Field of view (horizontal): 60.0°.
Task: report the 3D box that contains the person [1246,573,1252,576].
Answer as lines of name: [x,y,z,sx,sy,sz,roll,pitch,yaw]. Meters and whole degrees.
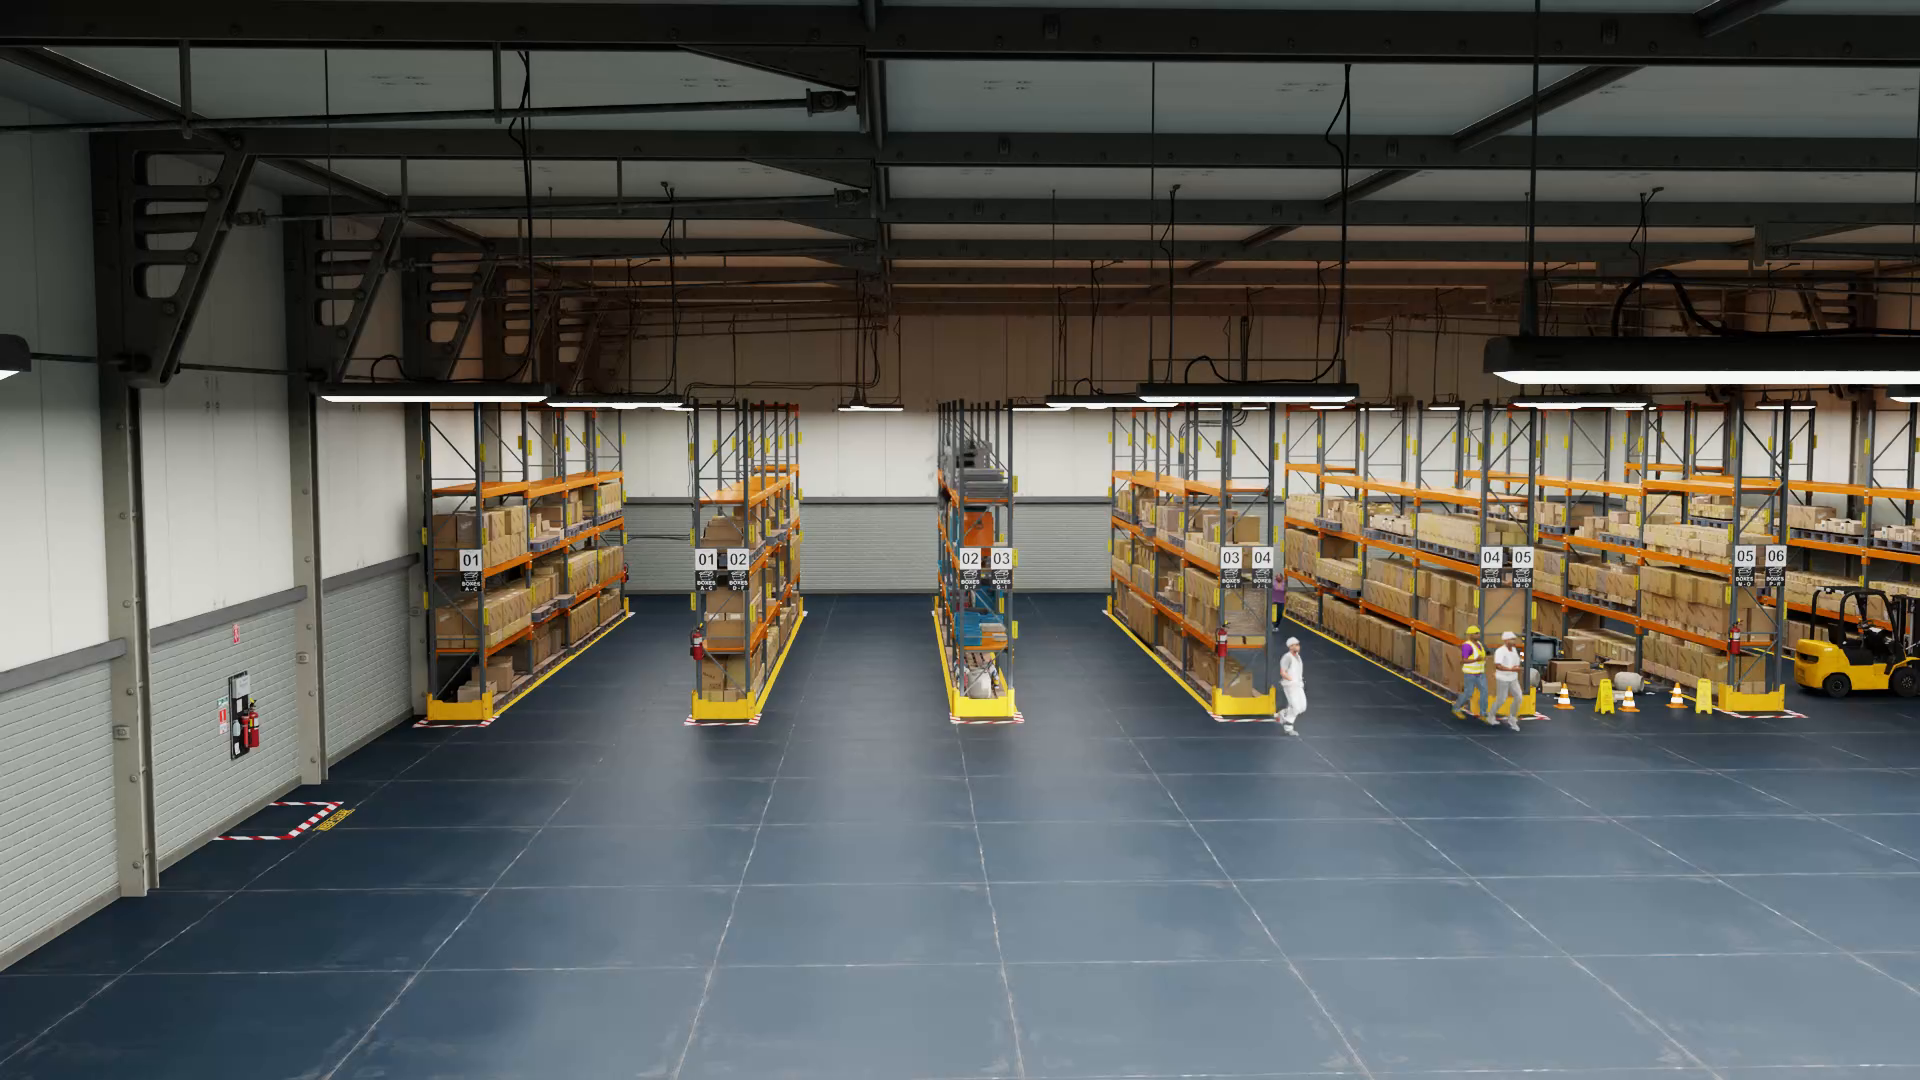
person: [8.006,1.364,46.465,0.606,1.660,0.950,0,4,0]

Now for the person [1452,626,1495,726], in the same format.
person: [9.492,2.488,30.739,0.679,1.809,0.833,-3,5,-35]

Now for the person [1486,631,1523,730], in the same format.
person: [9.944,2.567,30.191,0.718,1.833,0.744,-3,5,-35]

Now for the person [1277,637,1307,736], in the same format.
person: [5.925,2.604,29.696,0.623,1.748,0.697,3,6,38]

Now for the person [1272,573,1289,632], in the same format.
person: [8.341,1.641,43.445,0.519,1.567,0.546,0,4,-2]
